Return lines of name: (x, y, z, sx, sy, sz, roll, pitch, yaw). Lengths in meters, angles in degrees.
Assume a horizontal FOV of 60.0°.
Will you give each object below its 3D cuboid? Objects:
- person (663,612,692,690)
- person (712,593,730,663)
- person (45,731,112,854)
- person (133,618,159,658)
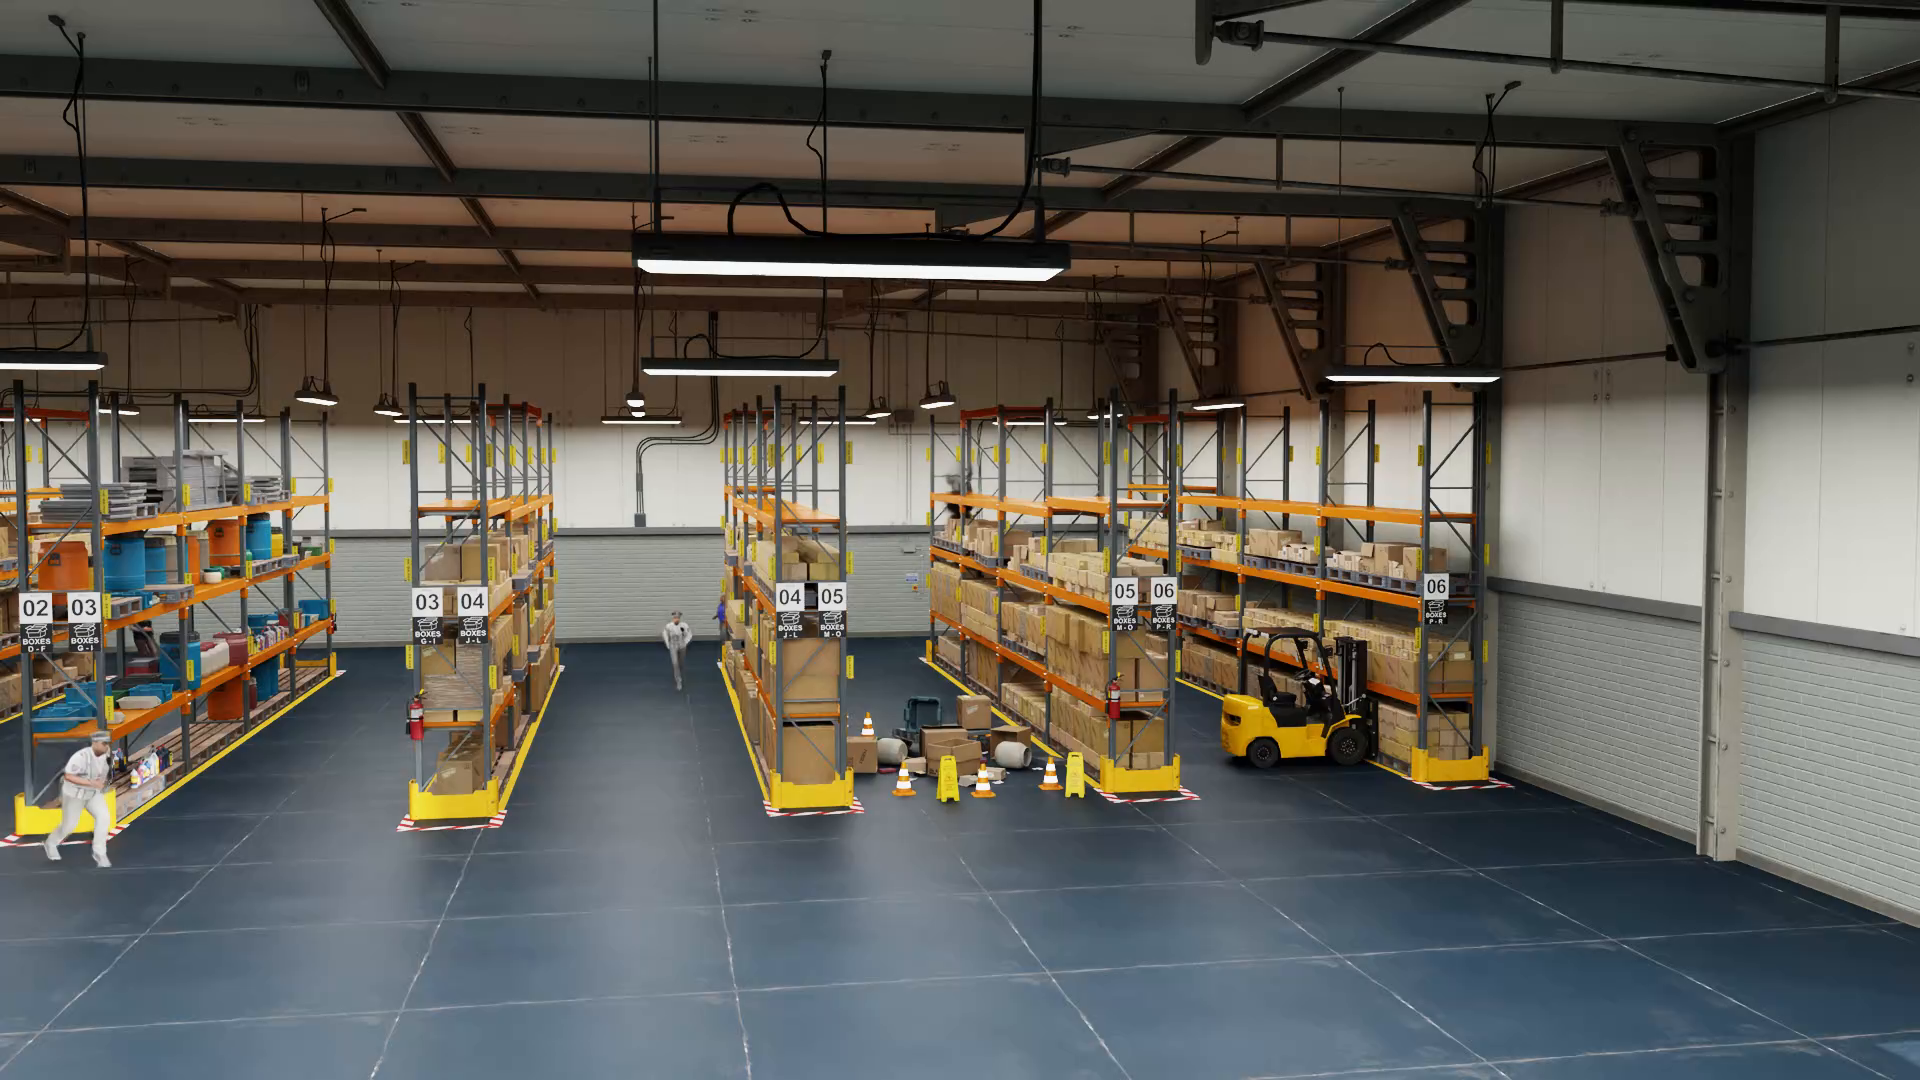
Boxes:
person: (-6.111, 2.362, 35.999, 0.618, 1.681, 1.051, -1, 3, -13)
person: (-5.702, 2.152, 40.434, 0.731, 1.734, 0.595, -3, 4, -44)
person: (-10.768, 3.070, 20.346, 0.977, 1.521, 0.705, 1, 3, 17)
person: (-18.467, 2.218, 37.546, 0.695, 1.530, 0.536, 2, 3, 30)
